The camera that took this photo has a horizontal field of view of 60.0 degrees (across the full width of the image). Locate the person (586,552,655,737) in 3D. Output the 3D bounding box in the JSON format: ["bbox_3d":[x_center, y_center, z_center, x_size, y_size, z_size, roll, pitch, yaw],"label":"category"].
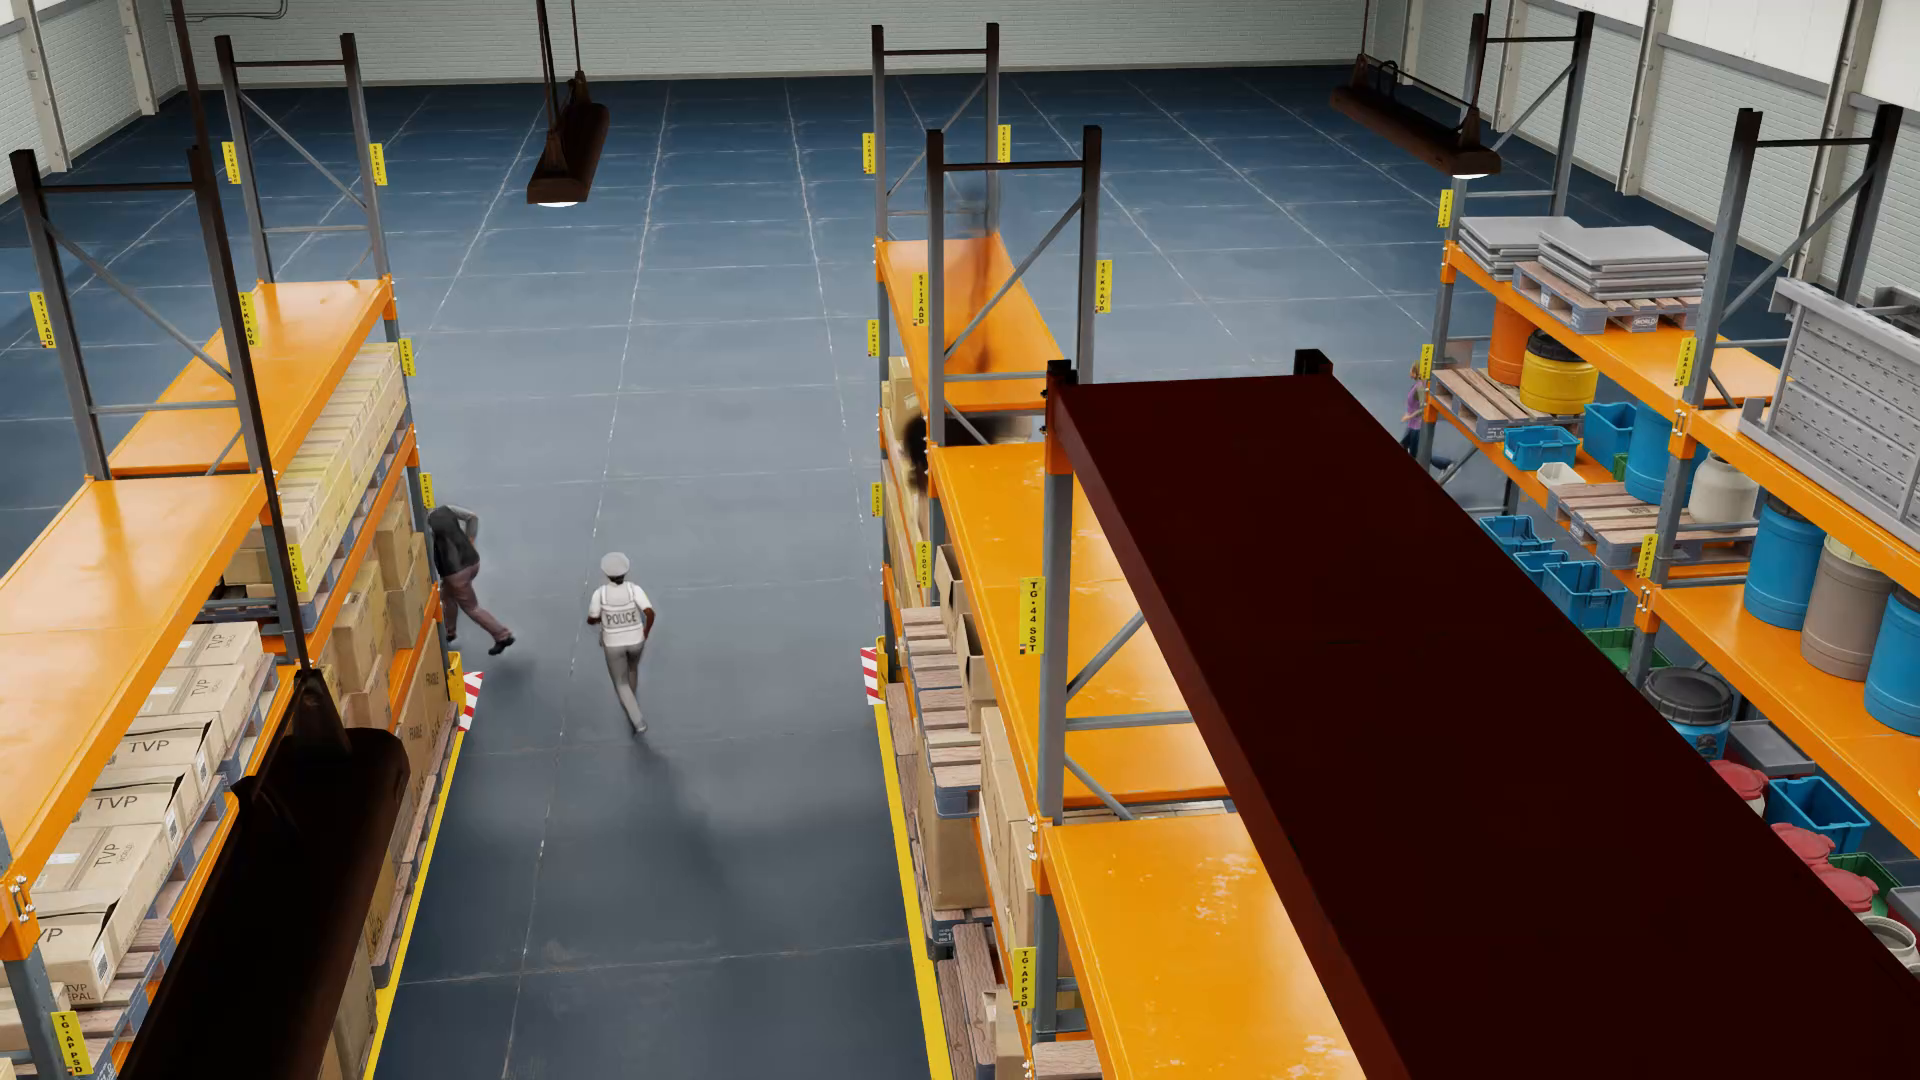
[{"bbox_3d":[-2.957,0.955,14.586,0.530,1.738,1.038,-13,28,-25],"label":"person"}]

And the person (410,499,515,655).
[{"bbox_3d":[-4.733,0.358,15.906,0.998,1.679,0.699,10,27,20],"label":"person"}]

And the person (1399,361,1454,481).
[{"bbox_3d":[5.426,-1.327,19.489,0.824,1.587,0.560,8,27,17],"label":"person"}]
